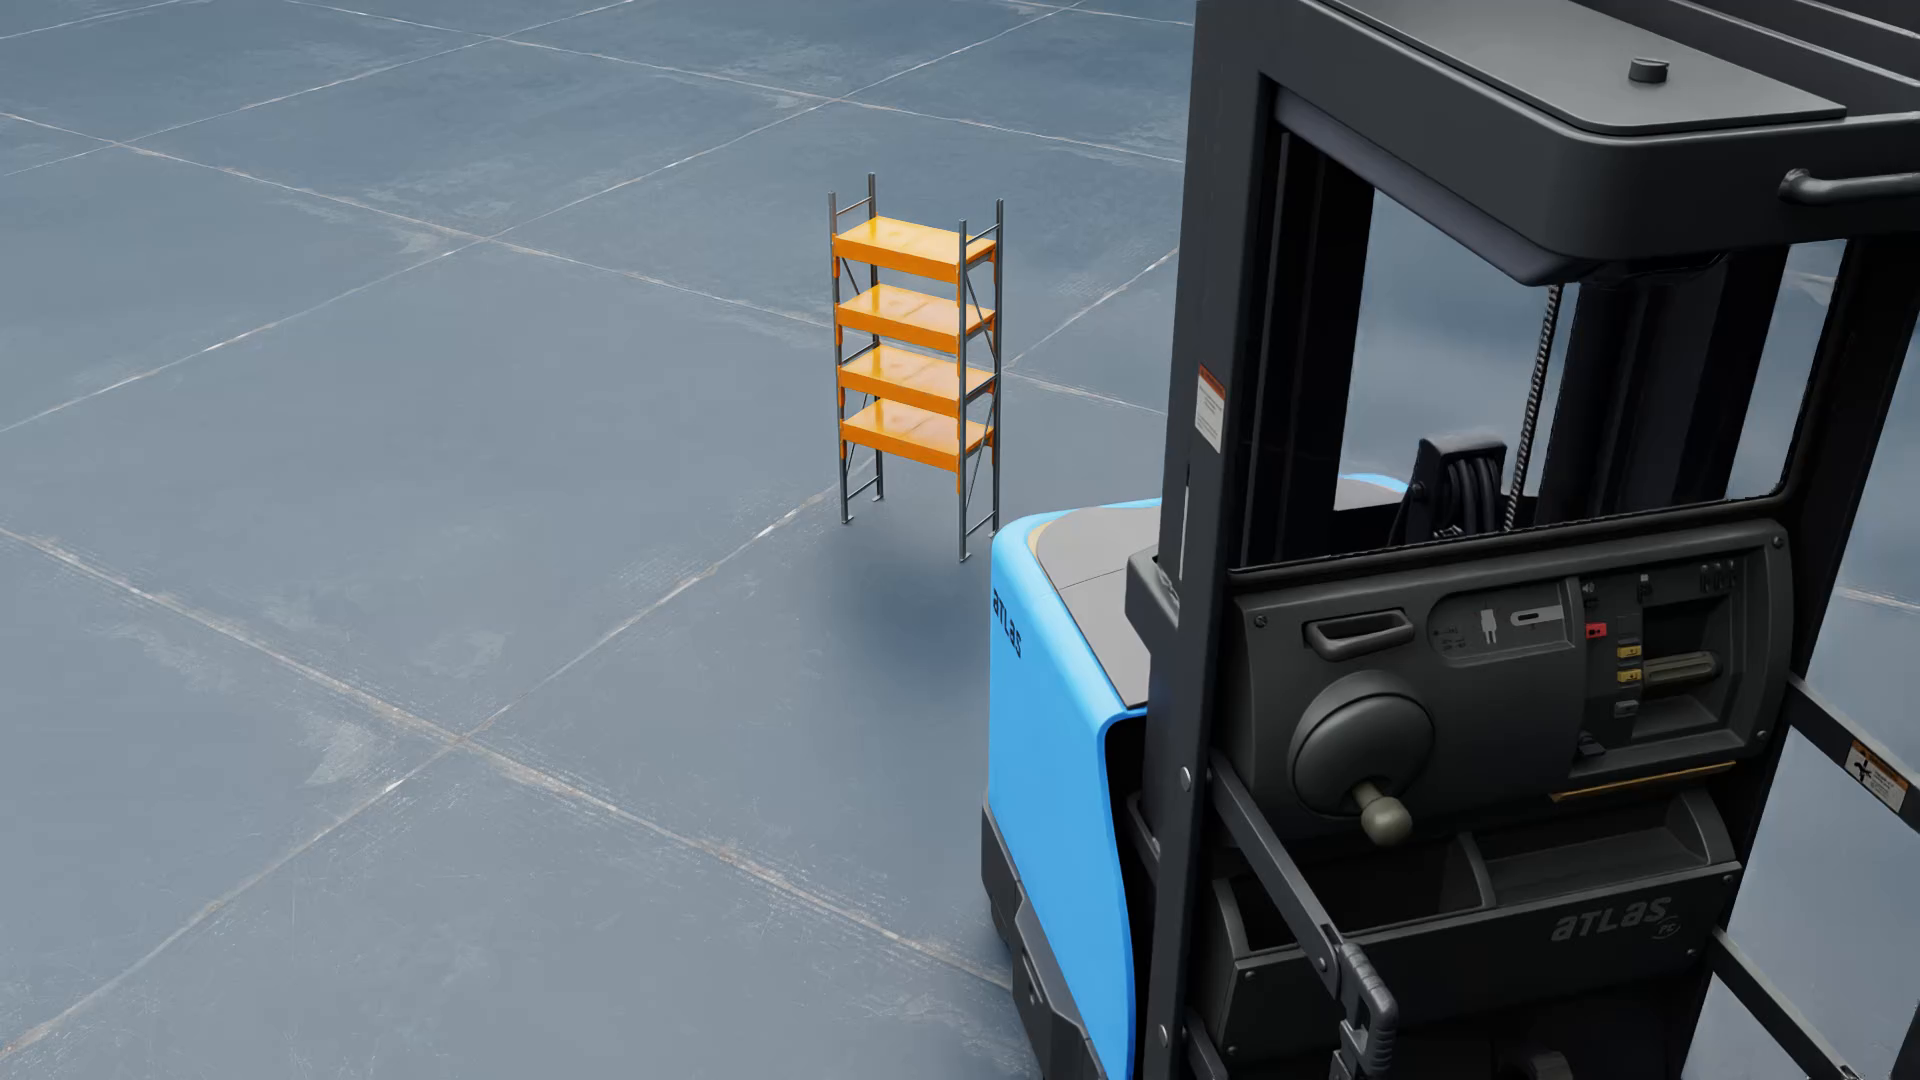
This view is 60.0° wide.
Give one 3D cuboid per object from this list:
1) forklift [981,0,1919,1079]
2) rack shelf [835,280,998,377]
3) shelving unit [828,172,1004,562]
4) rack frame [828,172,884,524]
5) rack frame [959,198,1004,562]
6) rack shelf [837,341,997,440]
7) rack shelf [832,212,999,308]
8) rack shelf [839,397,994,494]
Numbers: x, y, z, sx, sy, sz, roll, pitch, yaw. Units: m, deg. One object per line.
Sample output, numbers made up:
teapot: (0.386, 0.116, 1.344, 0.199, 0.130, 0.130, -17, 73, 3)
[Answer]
forklift: (0.927, 0.267, 2.384, 1.130, 2.935, 3.031, -8, 31, -13)
rack shelf: (-0.140, -0.698, 5.445, 0.480, 0.148, 0.258, 18, 35, 27)
shelving unit: (-0.140, -0.563, 5.524, 0.503, 1.200, 0.258, 18, 35, 27)
rack frame: (-0.347, -0.628, 5.636, 0.015, 1.200, 0.240, 18, 35, 27)
rack frame: (0.066, -0.497, 5.412, 0.015, 1.200, 0.240, 18, 35, 27)
rack shelf: (-0.140, -0.504, 5.558, 0.480, 0.148, 0.258, 18, 35, 27)
rack shelf: (-0.140, -0.902, 5.326, 0.480, 0.148, 0.258, 18, 35, 27)
rack shelf: (-0.140, -0.333, 5.658, 0.480, 0.148, 0.258, 18, 35, 27)
